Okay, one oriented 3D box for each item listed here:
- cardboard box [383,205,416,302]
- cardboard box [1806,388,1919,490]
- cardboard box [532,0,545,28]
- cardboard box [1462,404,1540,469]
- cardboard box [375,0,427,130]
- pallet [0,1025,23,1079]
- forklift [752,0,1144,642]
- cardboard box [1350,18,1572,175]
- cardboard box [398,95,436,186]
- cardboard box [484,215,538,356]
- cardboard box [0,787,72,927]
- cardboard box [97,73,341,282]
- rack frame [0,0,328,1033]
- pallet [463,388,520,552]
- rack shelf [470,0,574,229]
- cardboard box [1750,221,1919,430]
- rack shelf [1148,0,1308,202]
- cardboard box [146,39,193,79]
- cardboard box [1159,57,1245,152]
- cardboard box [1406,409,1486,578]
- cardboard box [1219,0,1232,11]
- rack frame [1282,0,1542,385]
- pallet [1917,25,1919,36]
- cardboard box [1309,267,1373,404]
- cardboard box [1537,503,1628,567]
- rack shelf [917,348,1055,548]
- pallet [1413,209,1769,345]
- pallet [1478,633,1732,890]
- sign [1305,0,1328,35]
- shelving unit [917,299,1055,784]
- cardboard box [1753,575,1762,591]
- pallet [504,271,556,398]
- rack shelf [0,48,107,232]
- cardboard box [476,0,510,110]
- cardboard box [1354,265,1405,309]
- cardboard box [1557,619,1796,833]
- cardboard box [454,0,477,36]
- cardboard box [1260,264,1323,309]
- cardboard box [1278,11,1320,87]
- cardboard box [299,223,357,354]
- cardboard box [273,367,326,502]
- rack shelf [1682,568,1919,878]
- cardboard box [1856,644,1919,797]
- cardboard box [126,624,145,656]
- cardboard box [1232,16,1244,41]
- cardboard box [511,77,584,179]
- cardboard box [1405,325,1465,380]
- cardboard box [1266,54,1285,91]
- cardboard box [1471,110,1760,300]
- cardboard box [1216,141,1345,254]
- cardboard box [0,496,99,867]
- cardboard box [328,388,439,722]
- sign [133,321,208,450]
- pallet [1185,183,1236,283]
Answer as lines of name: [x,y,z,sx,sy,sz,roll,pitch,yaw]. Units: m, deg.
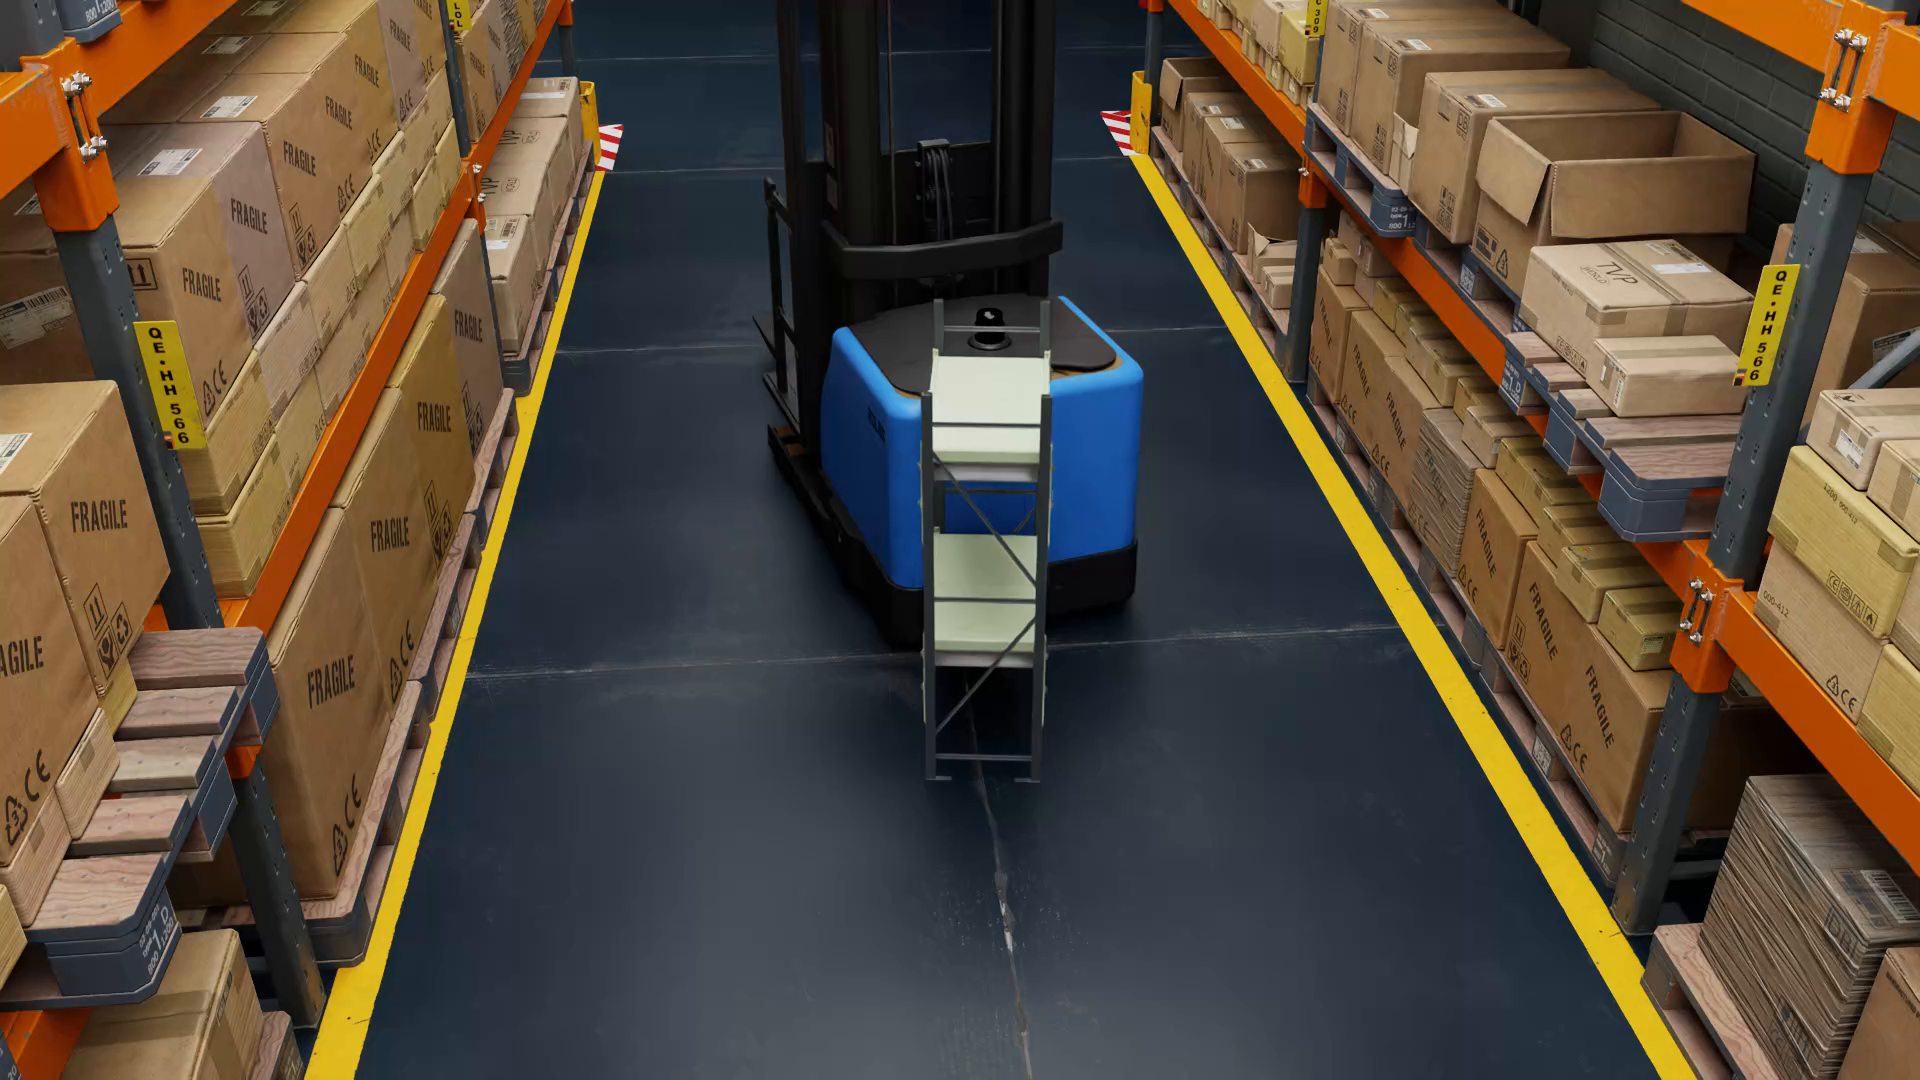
cardboard box: [-2.384,-1.106,6.322,0.500,0.250,0.500,-4,31,-6]
cardboard box: [2.300,-0.248,4.009,0.380,0.149,0.250,-2,31,-3]
cardboard box: [-2.727,-3.238,9.648,0.500,0.500,0.500,-2,31,-3]
cardboard box: [2.169,-0.407,6.402,0.380,0.149,0.250,-4,31,-7]
cardboard box: [-2.405,-1.898,6.429,0.500,0.500,0.500,-2,31,-4]
pallet: [-2.152,1.228,2.456,1.003,0.211,1.213,-3,31,-5]
forklift: [-0.268,-1.606,7.080,1.130,2.935,3.031,-11,32,-17]
cardboard box: [2.061,-1.846,6.909,0.700,0.500,0.500,-2,31,-4]
cardboard box: [-2.415,-1.587,6.641,0.500,0.250,0.500,-2,31,-3]
cardboard box: [-2.704,-1.311,8.610,0.875,0.438,0.875,-3,31,-5]
cardboard box: [-1.933,0.609,3.140,0.380,0.149,0.250,-4,31,-7]
cardboard box: [-2.270,-1.117,5.122,0.500,0.500,0.500,-2,31,-3]
rack frame: [-2.378,0.137,4.096,1.000,3.000,0.127,-3,31,-5]
pallet: [-2.605,-0.318,7.577,1.003,0.211,1.213,-3,31,-5]
rack shelf: [-2.939,-2.618,9.409,1.077,0.370,4.000,-3,31,-5]
cardboard box: [2.671,-0.596,4.816,0.500,0.500,0.500,-1,31,-2]
rack shelf: [2.003,-2.857,9.810,1.077,0.370,4.000,-3,31,-5]
cardboard box: [-2.823,-1.361,5.531,0.500,0.500,0.500,-3,31,-5]
cardboard box: [1.779,-2.979,11.337,0.797,0.503,0.637,-4,31,-7]
cardboard box: [2.155,-0.203,6.693,0.500,0.500,0.500,-4,31,-6]
cardboard box: [1.757,-3.230,9.589,0.500,0.250,0.500,-4,31,-6]
rack frame: [2.190,-2.145,7.916,1.000,3.000,0.127,-3,31,-5]
pallet: [2.716,-0.967,3.204,1.213,0.211,1.003,-1,31,-2]
cardboard box: [2.011,-0.995,8.018,0.500,0.500,0.500,-1,31,-2]
cardboard box: [2.228,-0.003,5.726,0.380,0.149,0.250,-4,31,-6]
rack shelf: [0.096,-0.322,5.565,0.431,0.370,0.720,1,31,2]
pallet: [2.377,-1.013,6.208,1.003,0.211,1.213,-3,31,-5]
pallet: [2.531,0.711,5.854,1.003,0.211,1.213,-3,31,-5]
sign: [1.650,-2.487,7.644,0.100,0.325,0.005,-3,31,-5]
shelving unit: [0.096,0.013,5.765,0.431,1.500,0.755,1,31,2]
cardboard box: [2.827,0.093,5.564,0.380,0.149,0.250,-2,31,-3]
pallet: [-2.745,-1.100,8.886,1.003,0.211,1.213,-3,31,-5]
rack shelf: [-2.191,0.179,1.802,1.077,0.370,4.000,-3,31,-5]
cardboard box: [-2.578,-2.458,8.342,0.500,0.500,0.500,-3,31,-4]
cardboard box: [2.061,-1.197,7.725,0.380,0.149,0.250,-4,31,-6]
cardboard box: [2.310,0.584,5.375,0.500,0.500,0.500,-2,31,-3]
cardboard box: [-2.555,-2.632,7.659,0.500,0.500,0.500,-3,31,-4]
cardboard box: [1.845,-1.372,8.992,0.380,0.149,0.250,-4,31,-6]
cardboard box: [1.899,-2.457,8.294,0.500,0.250,0.500,-2,31,-3]
cardboard box: [-2.261,-0.803,5.328,0.500,0.250,0.500,-3,31,-5]
cardboard box: [-2.239,-0.322,5.010,0.500,0.250,0.500,-4,31,-6]
rack shelf: [2.750,1.227,2.972,1.077,0.370,4.000,-3,31,-5]
cardboard box: [2.404,0.457,3.707,0.500,0.250,0.500,-3,31,-6]
cardboard box: [-2.113,0.220,3.791,0.380,0.149,0.250,-2,31,-3]
cardboard box: [1.782,-2.977,9.553,0.380,0.149,0.250,-3,31,-5]
cardboard box: [-2.964,-2.696,10.927,0.875,0.438,0.875,-4,31,-6]
cardboard box: [2.122,-0.798,7.056,0.380,0.149,0.250,-3,31,-5]
cardboard box: [1.814,-2.451,8.674,0.380,0.149,0.250,-2,31,-3]
cardboard box: [2.227,-1.152,5.743,0.797,0.503,0.637,-3,31,-6]
cardboard box: [1.917,-2.009,9.717,0.700,0.500,0.500,-4,31,-6]
cardboard box: [-2.000,0.268,3.079,0.500,0.500,0.500,-3,31,-5]
cardboard box: [-2.439,0.056,5.893,0.875,0.875,0.875,-2,31,-4]
sign: [-1.839,-0.357,3.871,0.100,0.325,0.005,-3,31,-5]
pallet: [2.009,-1.923,10.264,1.003,0.211,1.213,-3,31,-5]
